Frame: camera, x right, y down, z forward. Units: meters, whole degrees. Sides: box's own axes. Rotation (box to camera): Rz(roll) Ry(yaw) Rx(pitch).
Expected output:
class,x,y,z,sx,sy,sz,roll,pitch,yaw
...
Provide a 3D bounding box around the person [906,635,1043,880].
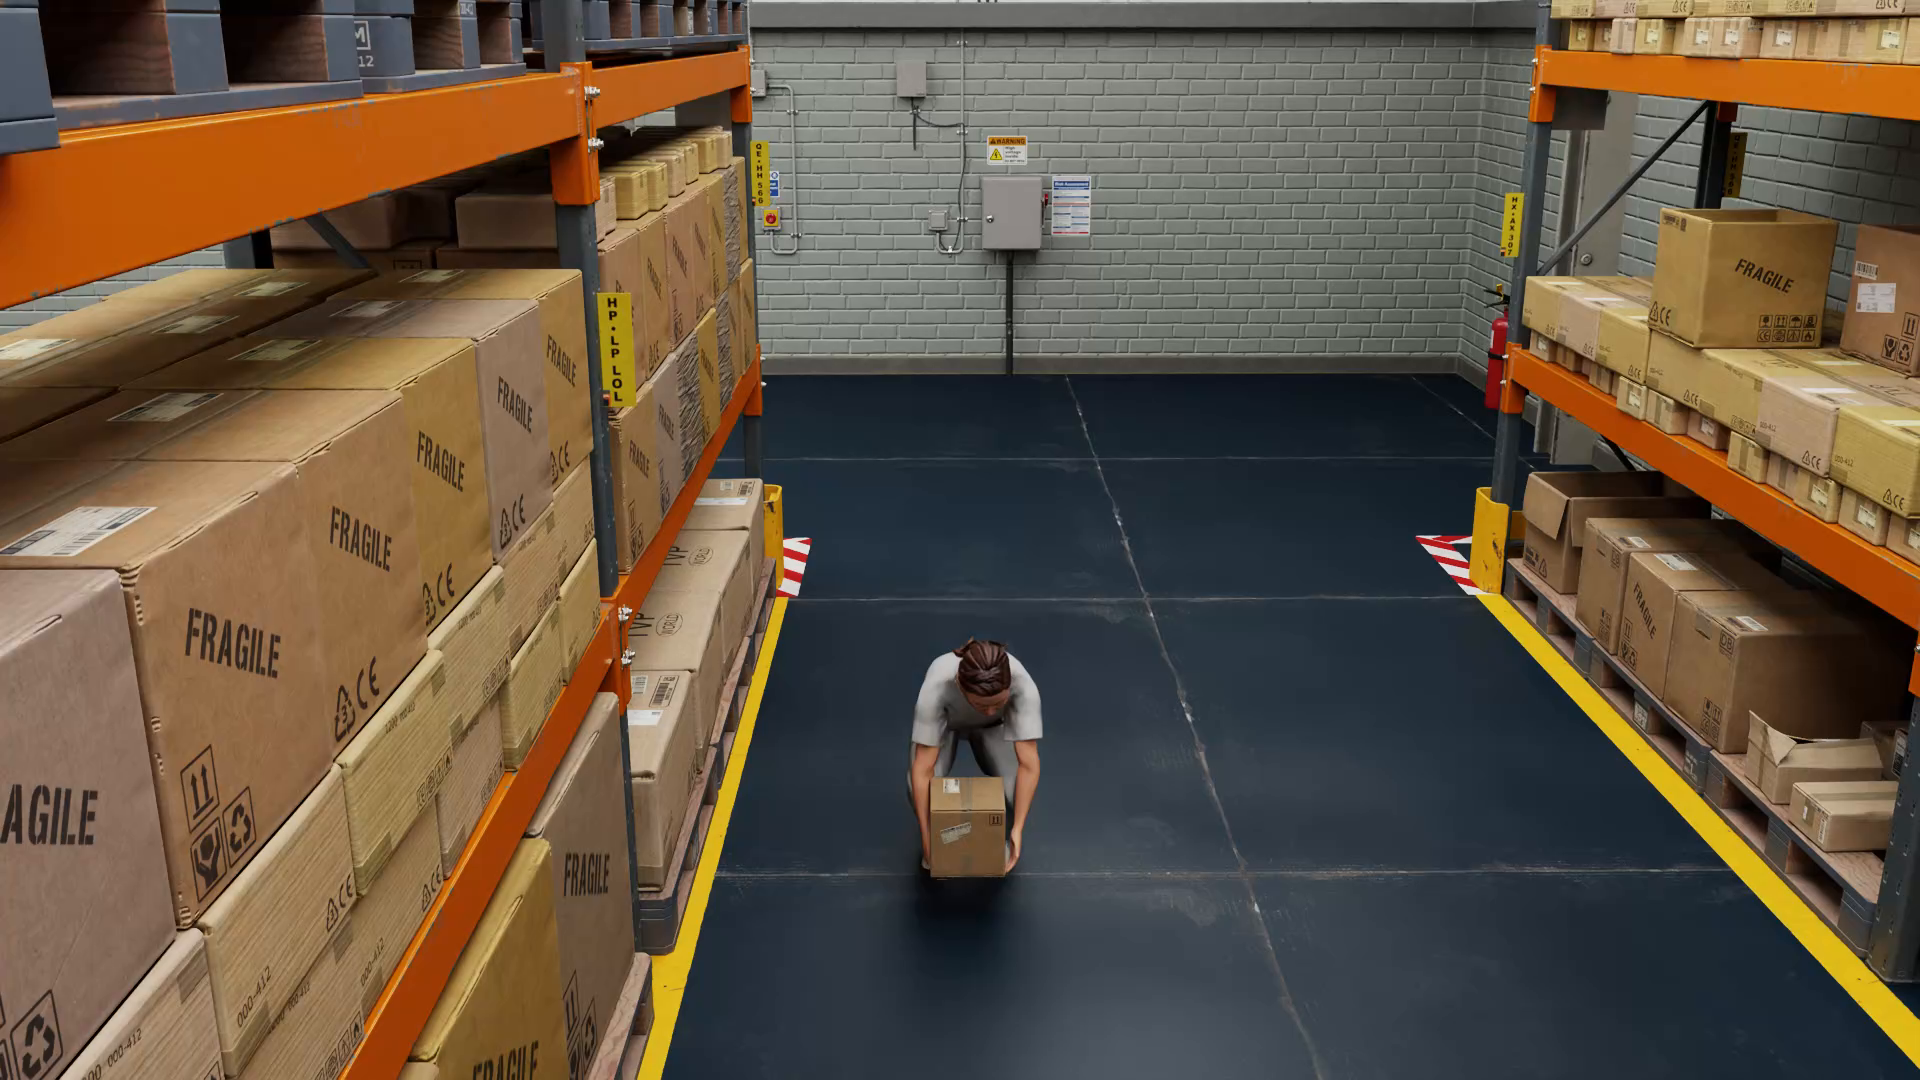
class,x,y,z,sx,sy,sz,roll,pitch,yaw
person,0.048,0.730,5.916,0.477,0.955,0.794,0,17,-1
